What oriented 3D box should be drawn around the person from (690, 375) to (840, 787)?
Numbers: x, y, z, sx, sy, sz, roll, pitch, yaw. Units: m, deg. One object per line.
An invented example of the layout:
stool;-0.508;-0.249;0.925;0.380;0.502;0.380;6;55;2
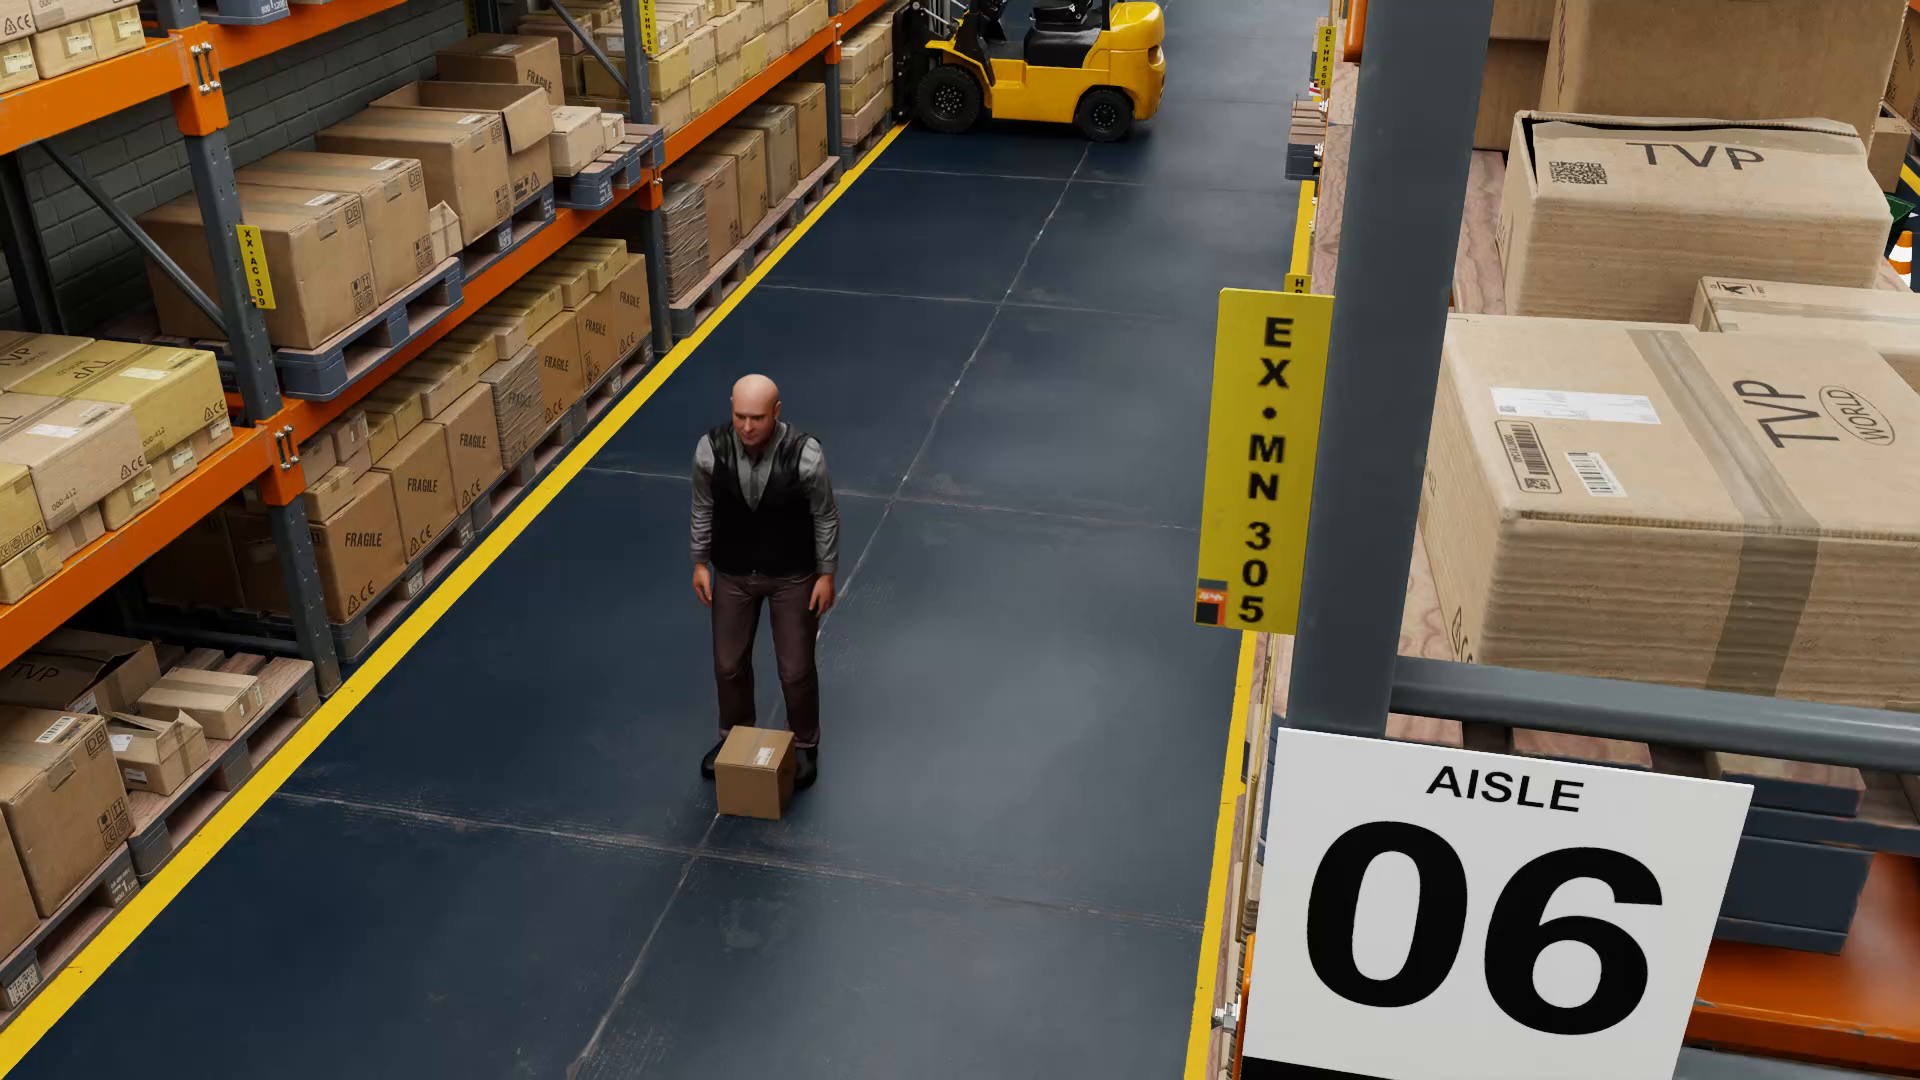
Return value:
person;-0.749;0.191;6.411;0.578;1.613;0.376;5;29;8
